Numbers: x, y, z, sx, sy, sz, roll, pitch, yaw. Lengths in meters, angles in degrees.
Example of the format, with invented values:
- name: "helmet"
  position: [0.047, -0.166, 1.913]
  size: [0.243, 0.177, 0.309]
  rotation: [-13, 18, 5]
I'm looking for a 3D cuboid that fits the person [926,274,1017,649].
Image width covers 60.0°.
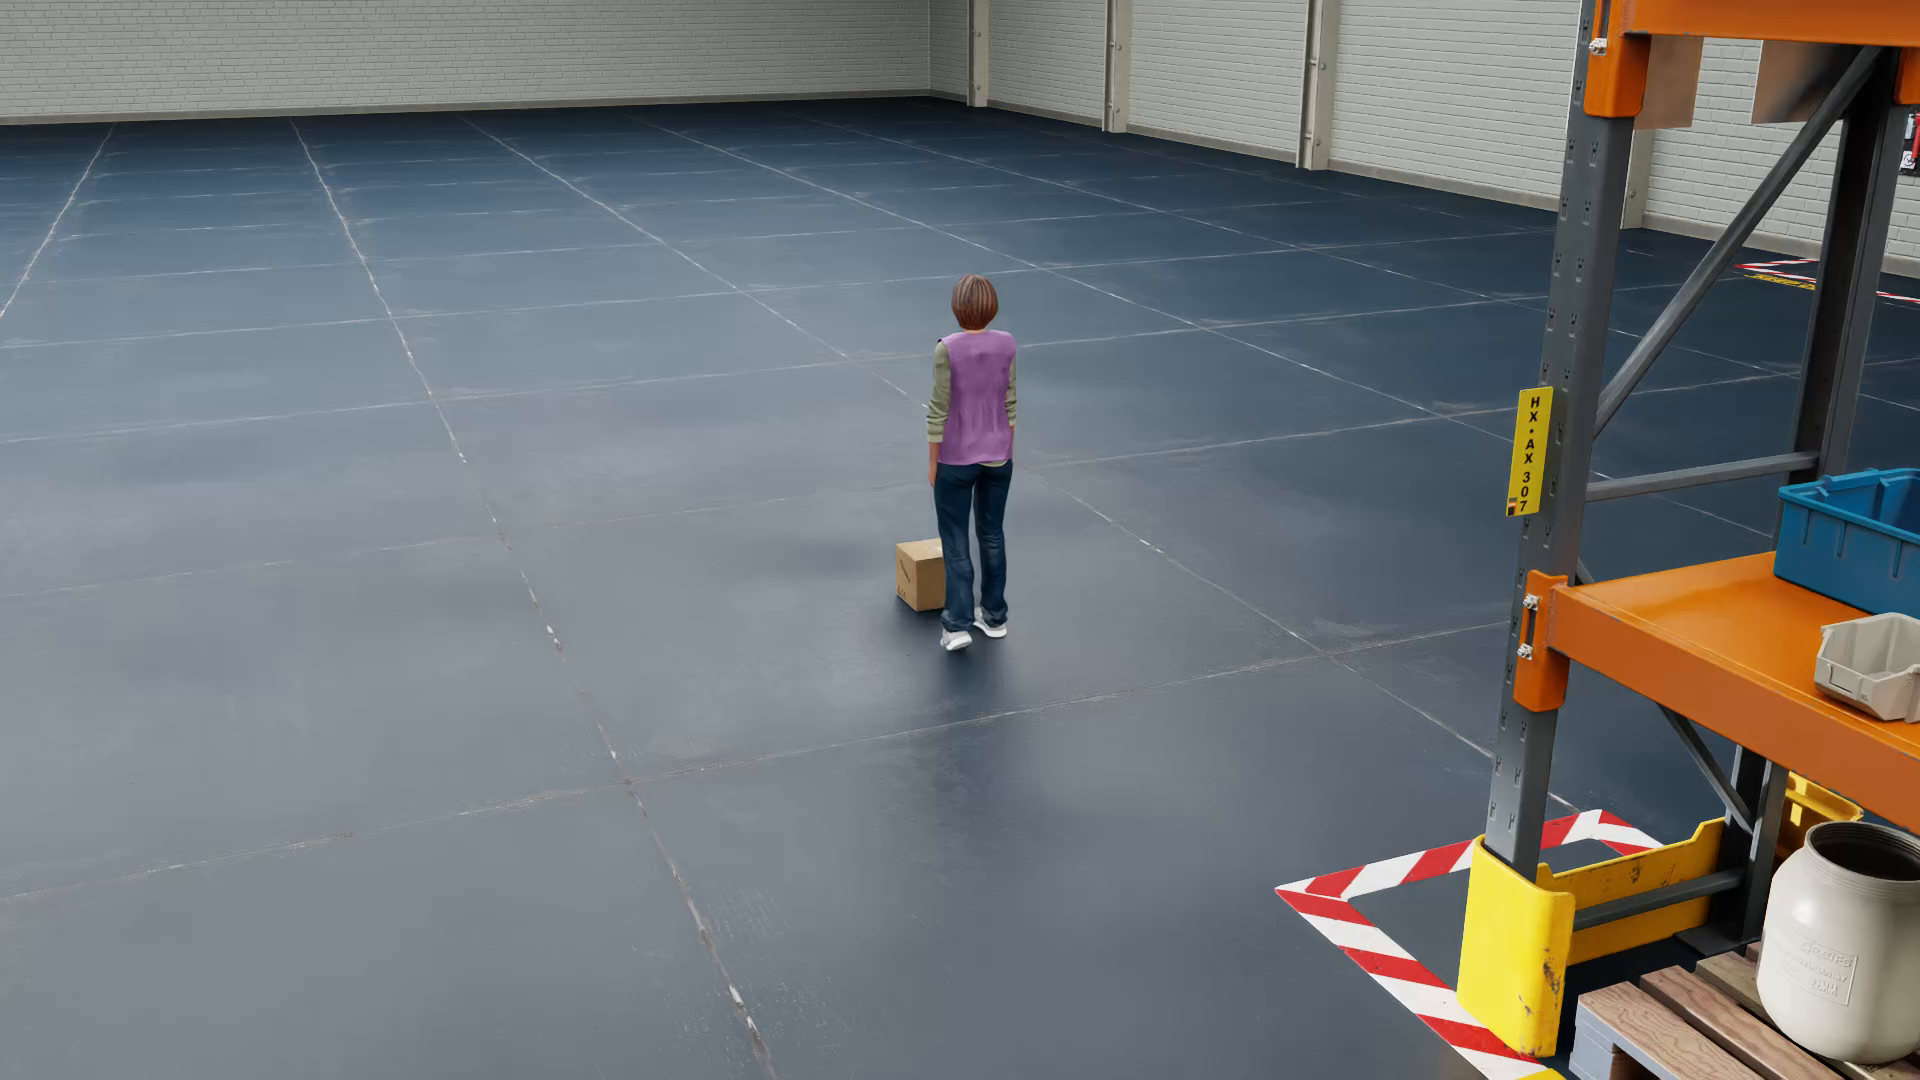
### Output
- name: "person"
  position: [0.048, -0.303, 7.043]
  size: [0.410, 1.657, 0.352]
  rotation: [-8, 21, -21]
